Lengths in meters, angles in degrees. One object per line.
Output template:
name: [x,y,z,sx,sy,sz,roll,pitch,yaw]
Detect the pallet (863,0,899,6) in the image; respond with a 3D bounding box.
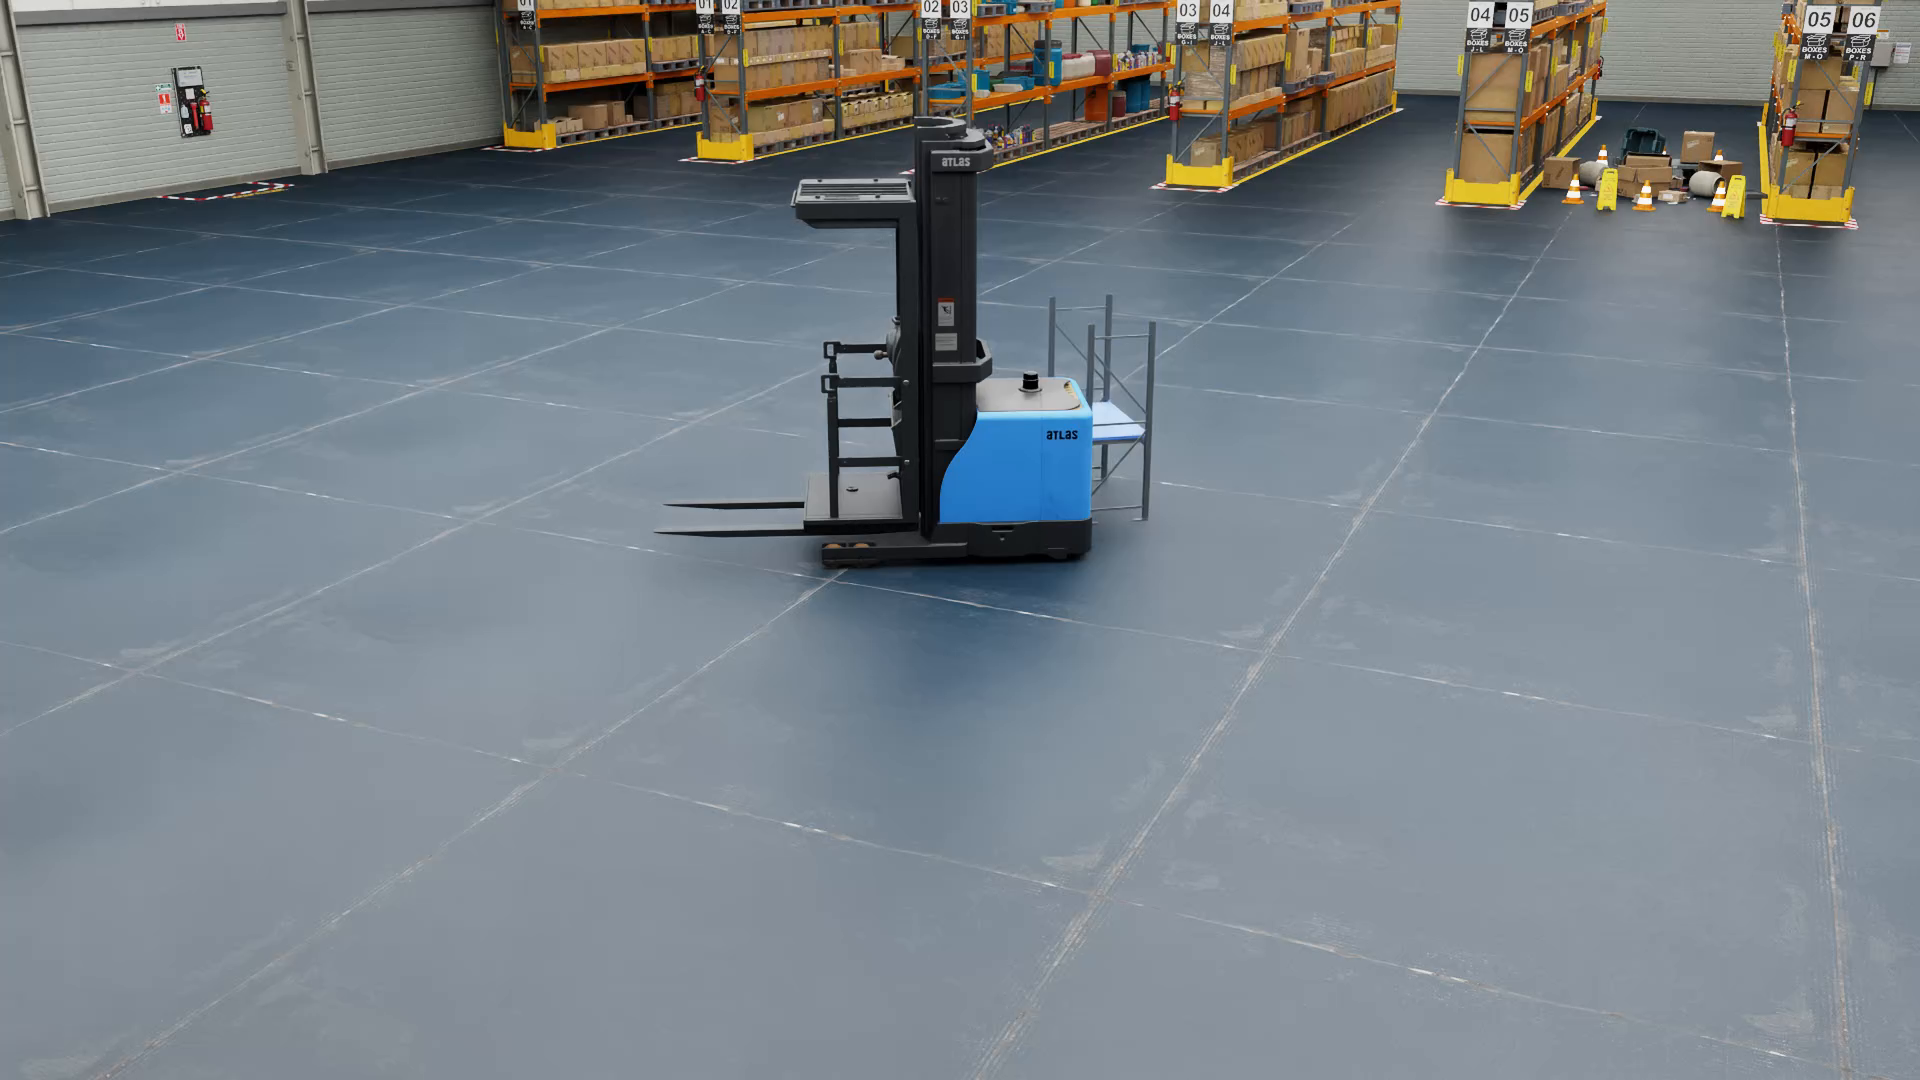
pallet: [-2.126,-12.390,38.135,1.003,0.211,1.213,10,22,25]

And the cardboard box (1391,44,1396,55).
cardboard box: [10.881,-12.597,42.694,0.500,0.250,0.500,8,21,22]

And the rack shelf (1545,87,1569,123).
rack shelf: [11.226,-8.605,32.762,1.077,0.370,4.000,9,21,23]

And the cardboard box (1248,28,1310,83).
cardboard box: [6.376,-9.748,33.381,1.000,1.000,1.000,9,21,23]

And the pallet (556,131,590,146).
pallet: [-8.876,-8.813,36.435,1.003,0.211,1.213,9,21,23]

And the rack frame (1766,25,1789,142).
rack frame: [18.240,-10.130,35.976,1.000,3.000,0.127,9,21,23]

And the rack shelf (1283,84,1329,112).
rack shelf: [6.742,-9.317,34.763,1.077,0.370,4.000,9,21,23]

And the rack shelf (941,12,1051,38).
rack shelf: [0.586,-10.187,32.733,1.077,0.370,4.000,9,21,23]

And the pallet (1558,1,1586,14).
pallet: [11.830,-10.676,33.316,1.213,0.211,1.003,10,22,25]

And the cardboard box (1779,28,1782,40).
cardboard box: [18.809,-11.293,37.606,0.500,0.500,0.500,9,21,23]

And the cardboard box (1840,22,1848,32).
cardboard box: [13.784,-7.906,25.621,0.380,0.149,0.250,8,21,21]

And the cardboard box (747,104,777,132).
cardboard box: [-4.125,-8.724,34.380,0.500,0.500,0.500,9,21,23]

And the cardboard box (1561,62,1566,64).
cardboard box: [12.426,-9.895,34.621,0.380,0.149,0.250,10,22,25]

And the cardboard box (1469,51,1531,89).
cardboard box: [8.956,-7.797,27.582,0.875,0.550,0.550,9,21,23]

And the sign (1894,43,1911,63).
sign: [24.558,-12.697,43.338,0.329,0.494,0.001,9,21,23]

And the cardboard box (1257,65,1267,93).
cardboard box: [5.333,-8.788,31.609,0.875,0.500,0.500,9,21,23]

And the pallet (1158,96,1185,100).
pallet: [5.945,-11.831,44.922,1.003,0.211,1.213,9,21,23]

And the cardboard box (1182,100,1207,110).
cardboard box: [4.214,-7.818,29.851,0.380,0.149,0.250,9,21,23]

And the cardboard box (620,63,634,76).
cardboard box: [-7.763,-10.684,37.729,0.500,0.250,0.500,9,21,23]

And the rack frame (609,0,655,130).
rack frame: [-7.634,-11.083,38.656,1.000,3.000,0.127,9,21,23]

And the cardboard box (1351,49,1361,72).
cardboard box: [9.048,-11.206,38.853,0.500,0.500,0.500,9,22,24]

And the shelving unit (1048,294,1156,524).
shelving unit: [1.043,-1.008,12.564,0.538,1.500,1.048,-4,20,-12]

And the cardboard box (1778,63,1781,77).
cardboard box: [16.966,-9.571,33.884,0.500,0.250,0.500,8,21,21]

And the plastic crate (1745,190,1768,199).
plastic crate: [13.573,-5.941,28.556,0.402,0.080,0.583,1,20,4]

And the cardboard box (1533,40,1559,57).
cardboard box: [11.438,-9.626,32.917,0.700,0.500,0.500,8,21,22]

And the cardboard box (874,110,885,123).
cardboard box: [-2.092,-9.866,38.712,0.500,0.250,0.500,9,21,24]

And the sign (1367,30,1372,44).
sign: [9.698,-11.926,39.418,0.100,0.325,0.005,9,21,23]

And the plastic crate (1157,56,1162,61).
plastic crate: [5.002,-12.196,42.090,0.396,0.136,0.243,9,21,23]

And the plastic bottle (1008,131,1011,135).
plastic bottle: [1.025,-8.223,34.010,0.061,0.283,0.133,9,21,23]

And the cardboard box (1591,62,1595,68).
cardboard box: [15.137,-11.513,40.241,0.380,0.149,0.250,9,22,24]

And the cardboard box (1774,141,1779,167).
cardboard box: [14.268,-6.631,28.496,0.500,0.500,0.500,9,22,25]

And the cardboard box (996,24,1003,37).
cardboard box: [0.824,-13.631,44.181,0.500,0.500,0.500,8,21,21]

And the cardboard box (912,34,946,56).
cardboard box: [-0.771,-12.334,41.397,0.700,0.500,0.500,13,23,33]

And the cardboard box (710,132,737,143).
cardboard box: [-4.801,-8.289,34.275,0.500,0.250,0.500,9,21,23]

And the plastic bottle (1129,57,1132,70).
plastic bottle: [4.030,-11.326,39.515,0.061,0.283,0.133,9,21,23]

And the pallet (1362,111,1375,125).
pallet: [9.582,-10.398,40.890,1.003,0.211,1.213,9,21,23]

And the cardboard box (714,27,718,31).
cardboard box: [-6.228,-12.656,41.305,0.380,0.149,0.250,5,20,14]

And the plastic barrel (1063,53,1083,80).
plastic barrel: [2.474,-10.407,36.552,0.433,0.535,0.433,0,20,0]

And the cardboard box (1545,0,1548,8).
cardboard box: [9.822,-9.174,28.411,0.380,0.149,0.250,9,21,23]

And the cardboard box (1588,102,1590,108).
cardboard box: [15.154,-10.636,40.584,0.380,0.149,0.250,8,21,20]

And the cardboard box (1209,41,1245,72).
cardboard box: [4.759,-8.610,29.618,0.500,0.500,0.500,9,21,23]

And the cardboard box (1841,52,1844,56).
cardboard box: [15.480,-8.470,29.122,0.380,0.149,0.250,8,21,22]

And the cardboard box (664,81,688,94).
cardboard box: [-6.961,-10.988,40.343,0.500,0.250,0.500,8,21,21]

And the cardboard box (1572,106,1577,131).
cardboard box: [13.399,-9.381,36.973,0.500,0.500,0.500,8,21,21]

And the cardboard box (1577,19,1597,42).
cardboard box: [14.523,-11.851,38.731,0.500,0.500,0.500,9,21,24]

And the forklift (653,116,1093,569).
forklift: [-0.622,-1.368,11.442,3.031,2.935,1.130,-1,20,-3]

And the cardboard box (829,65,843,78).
cardboard box: [-2.951,-10.490,37.213,0.500,0.250,0.500,10,22,26]

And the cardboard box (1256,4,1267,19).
cardboard box: [5.339,-9.745,30.641,0.500,0.250,0.500,9,22,24]

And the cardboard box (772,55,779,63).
cardboard box: [-3.972,-9.941,34.327,0.380,0.149,0.250,8,21,21]

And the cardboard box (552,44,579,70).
cardboard box: [-8.590,-10.407,35.830,0.500,0.500,0.500,9,21,23]

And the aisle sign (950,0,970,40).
aisle sign: [0.004,-9.664,30.785,0.394,0.787,0.004,9,21,23]

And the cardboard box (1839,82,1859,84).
cardboard box: [14.391,-7.227,27.220,0.500,0.500,0.500,8,21,22]
